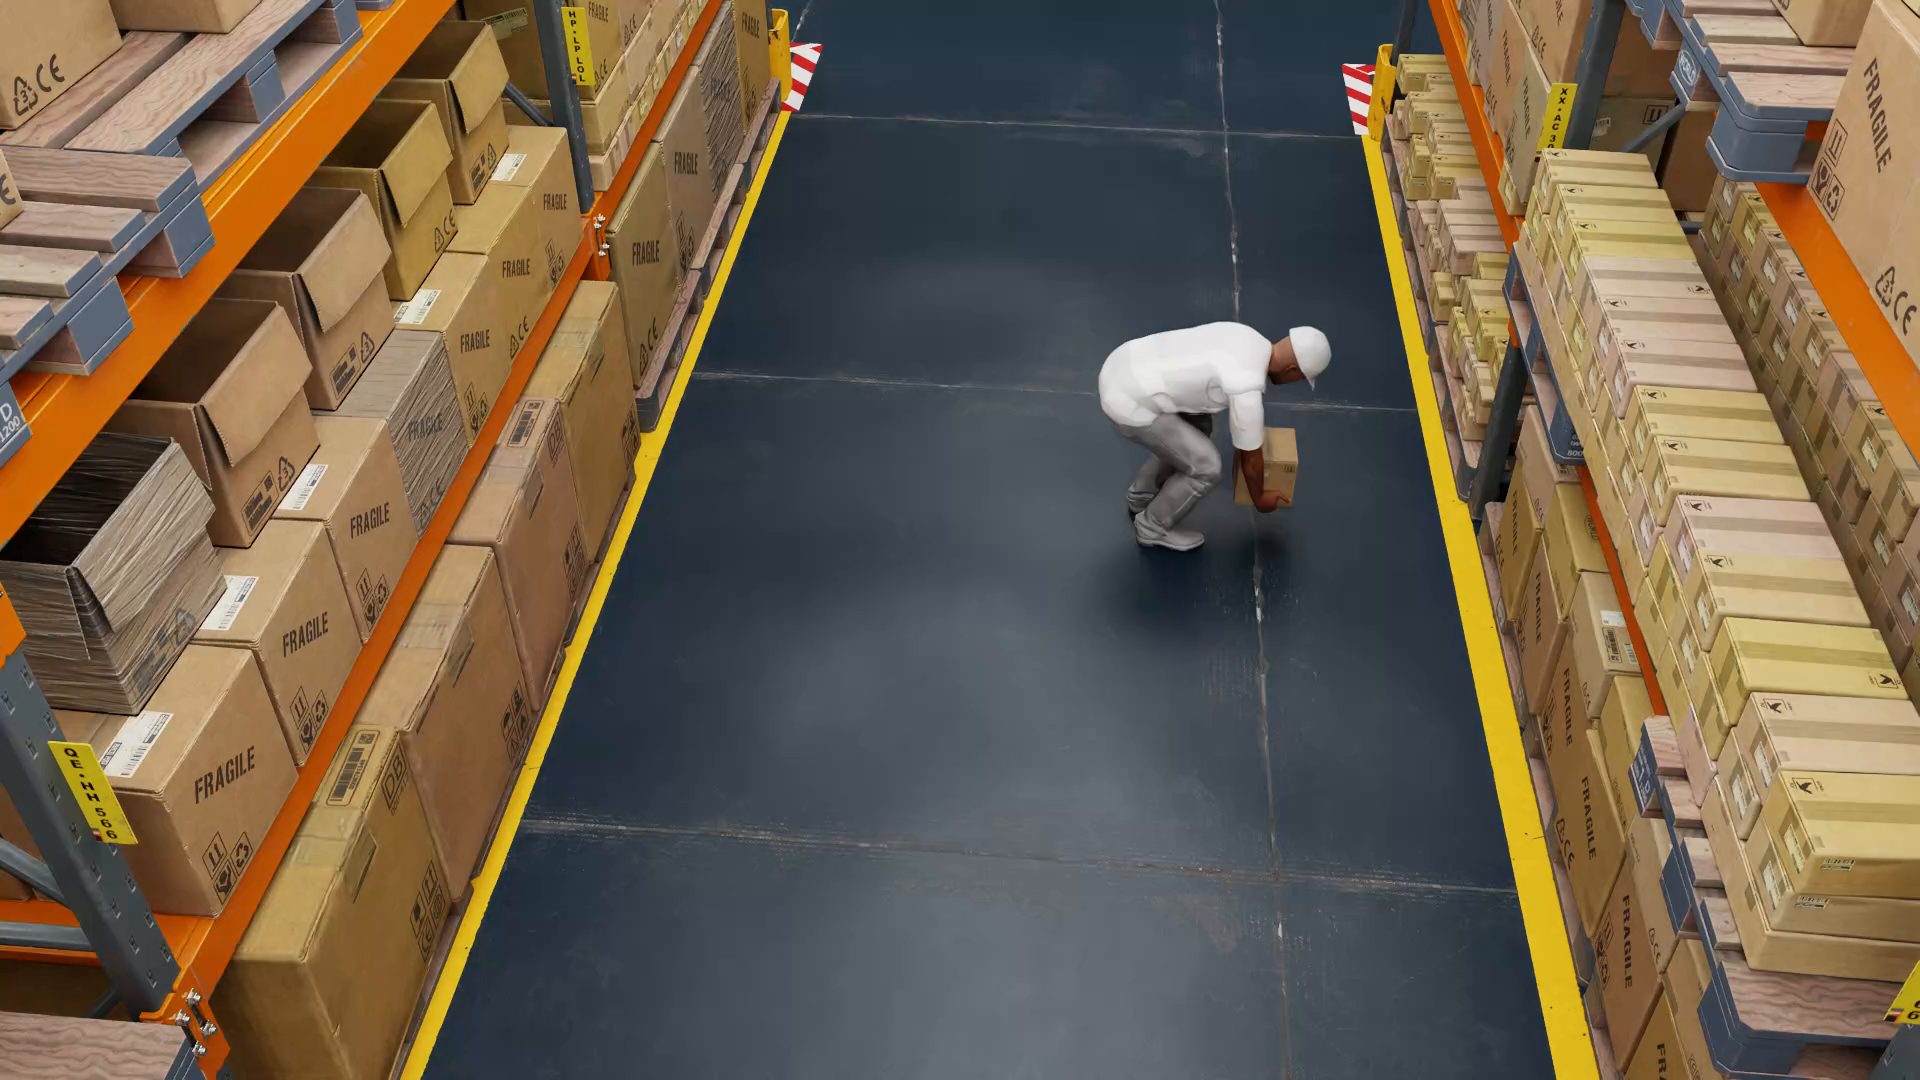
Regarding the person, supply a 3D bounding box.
[{"bbox_3d":[1.078,-0.477,7.261,0.965,1.059,0.512,1,40,2],"label":"person"}]
